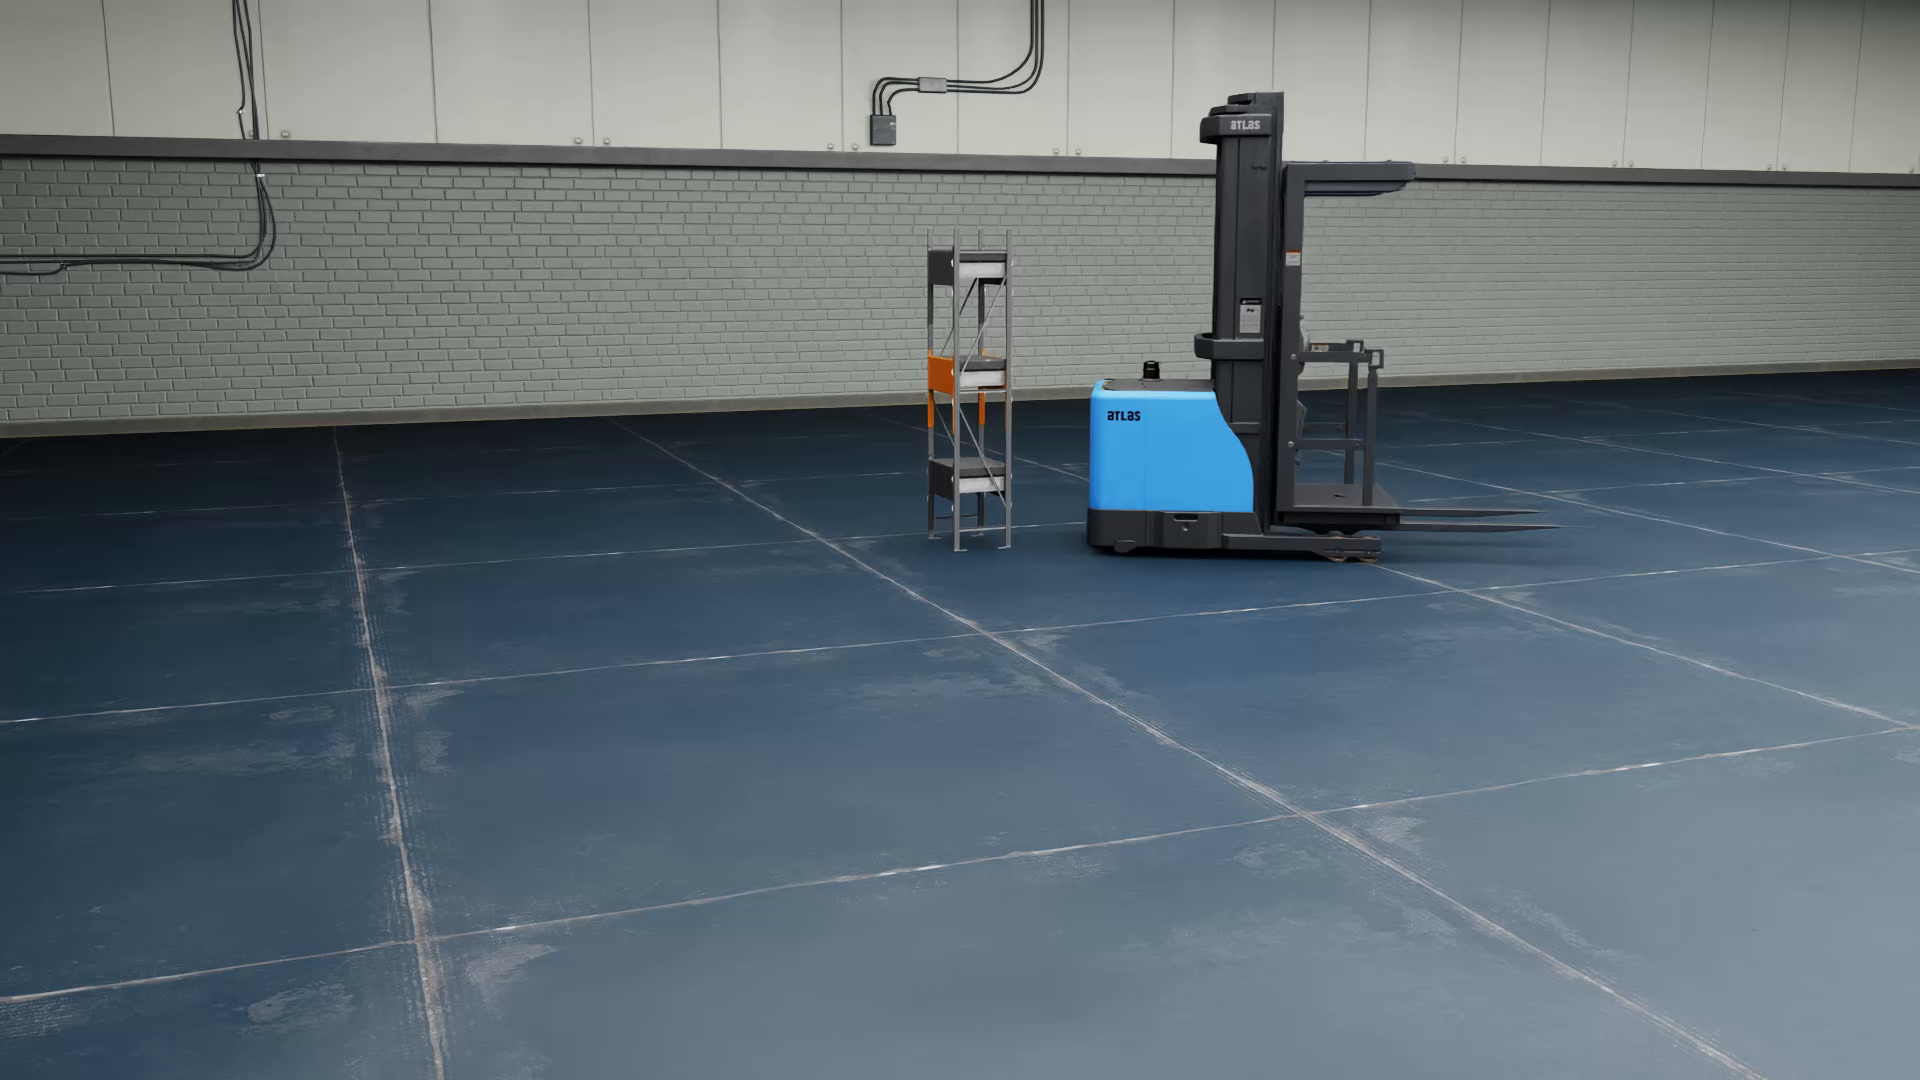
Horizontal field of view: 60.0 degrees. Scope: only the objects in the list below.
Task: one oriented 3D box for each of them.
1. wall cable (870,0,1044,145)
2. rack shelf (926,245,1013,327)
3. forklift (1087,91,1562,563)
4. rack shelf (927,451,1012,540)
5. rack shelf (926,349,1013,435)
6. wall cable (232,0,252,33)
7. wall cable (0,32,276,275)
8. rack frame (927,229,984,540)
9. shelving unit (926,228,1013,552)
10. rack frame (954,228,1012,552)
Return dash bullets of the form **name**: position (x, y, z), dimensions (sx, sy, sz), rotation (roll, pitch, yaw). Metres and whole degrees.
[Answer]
- **wall cable**: position (0.001, -7.849, 20.140), dimensions (2.305, 6.003, 0.169), rotation (-4, 11, -21)
- **rack shelf**: position (0.060, -1.683, 10.964), dimensions (0.431, 0.518, 0.480), rotation (-4, 11, -21)
- **forklift**: position (2.382, -1.397, 10.902), dimensions (3.031, 2.935, 1.130), rotation (1, 10, 6)
- **rack shelf**: position (0.060, -0.304, 11.209), dimensions (0.431, 0.518, 0.480), rotation (-4, 11, -21)
- **rack shelf**: position (0.060, -0.993, 11.087), dimensions (0.431, 0.518, 0.480), rotation (-4, 11, -21)
- **wall cable**: position (-6.332, -6.704, 17.860), dimensions (3.097, 2.526, 0.112), rotation (-4, 11, -21)
- **wall cable**: position (-8.853, -4.046, 17.337), dimensions (3.097, 2.526, 0.112), rotation (-4, 11, -21)
- **rack frame**: position (-0.028, -1.047, 11.308), dimensions (0.400, 2.100, 0.015), rotation (-4, 11, -21)
- **shelving unit**: position (0.060, -1.007, 11.084), dimensions (0.431, 2.100, 0.503), rotation (-4, 11, -21)
- **rack frame**: position (0.148, -0.967, 10.860), dimensions (0.400, 2.100, 0.015), rotation (-4, 11, -21)
